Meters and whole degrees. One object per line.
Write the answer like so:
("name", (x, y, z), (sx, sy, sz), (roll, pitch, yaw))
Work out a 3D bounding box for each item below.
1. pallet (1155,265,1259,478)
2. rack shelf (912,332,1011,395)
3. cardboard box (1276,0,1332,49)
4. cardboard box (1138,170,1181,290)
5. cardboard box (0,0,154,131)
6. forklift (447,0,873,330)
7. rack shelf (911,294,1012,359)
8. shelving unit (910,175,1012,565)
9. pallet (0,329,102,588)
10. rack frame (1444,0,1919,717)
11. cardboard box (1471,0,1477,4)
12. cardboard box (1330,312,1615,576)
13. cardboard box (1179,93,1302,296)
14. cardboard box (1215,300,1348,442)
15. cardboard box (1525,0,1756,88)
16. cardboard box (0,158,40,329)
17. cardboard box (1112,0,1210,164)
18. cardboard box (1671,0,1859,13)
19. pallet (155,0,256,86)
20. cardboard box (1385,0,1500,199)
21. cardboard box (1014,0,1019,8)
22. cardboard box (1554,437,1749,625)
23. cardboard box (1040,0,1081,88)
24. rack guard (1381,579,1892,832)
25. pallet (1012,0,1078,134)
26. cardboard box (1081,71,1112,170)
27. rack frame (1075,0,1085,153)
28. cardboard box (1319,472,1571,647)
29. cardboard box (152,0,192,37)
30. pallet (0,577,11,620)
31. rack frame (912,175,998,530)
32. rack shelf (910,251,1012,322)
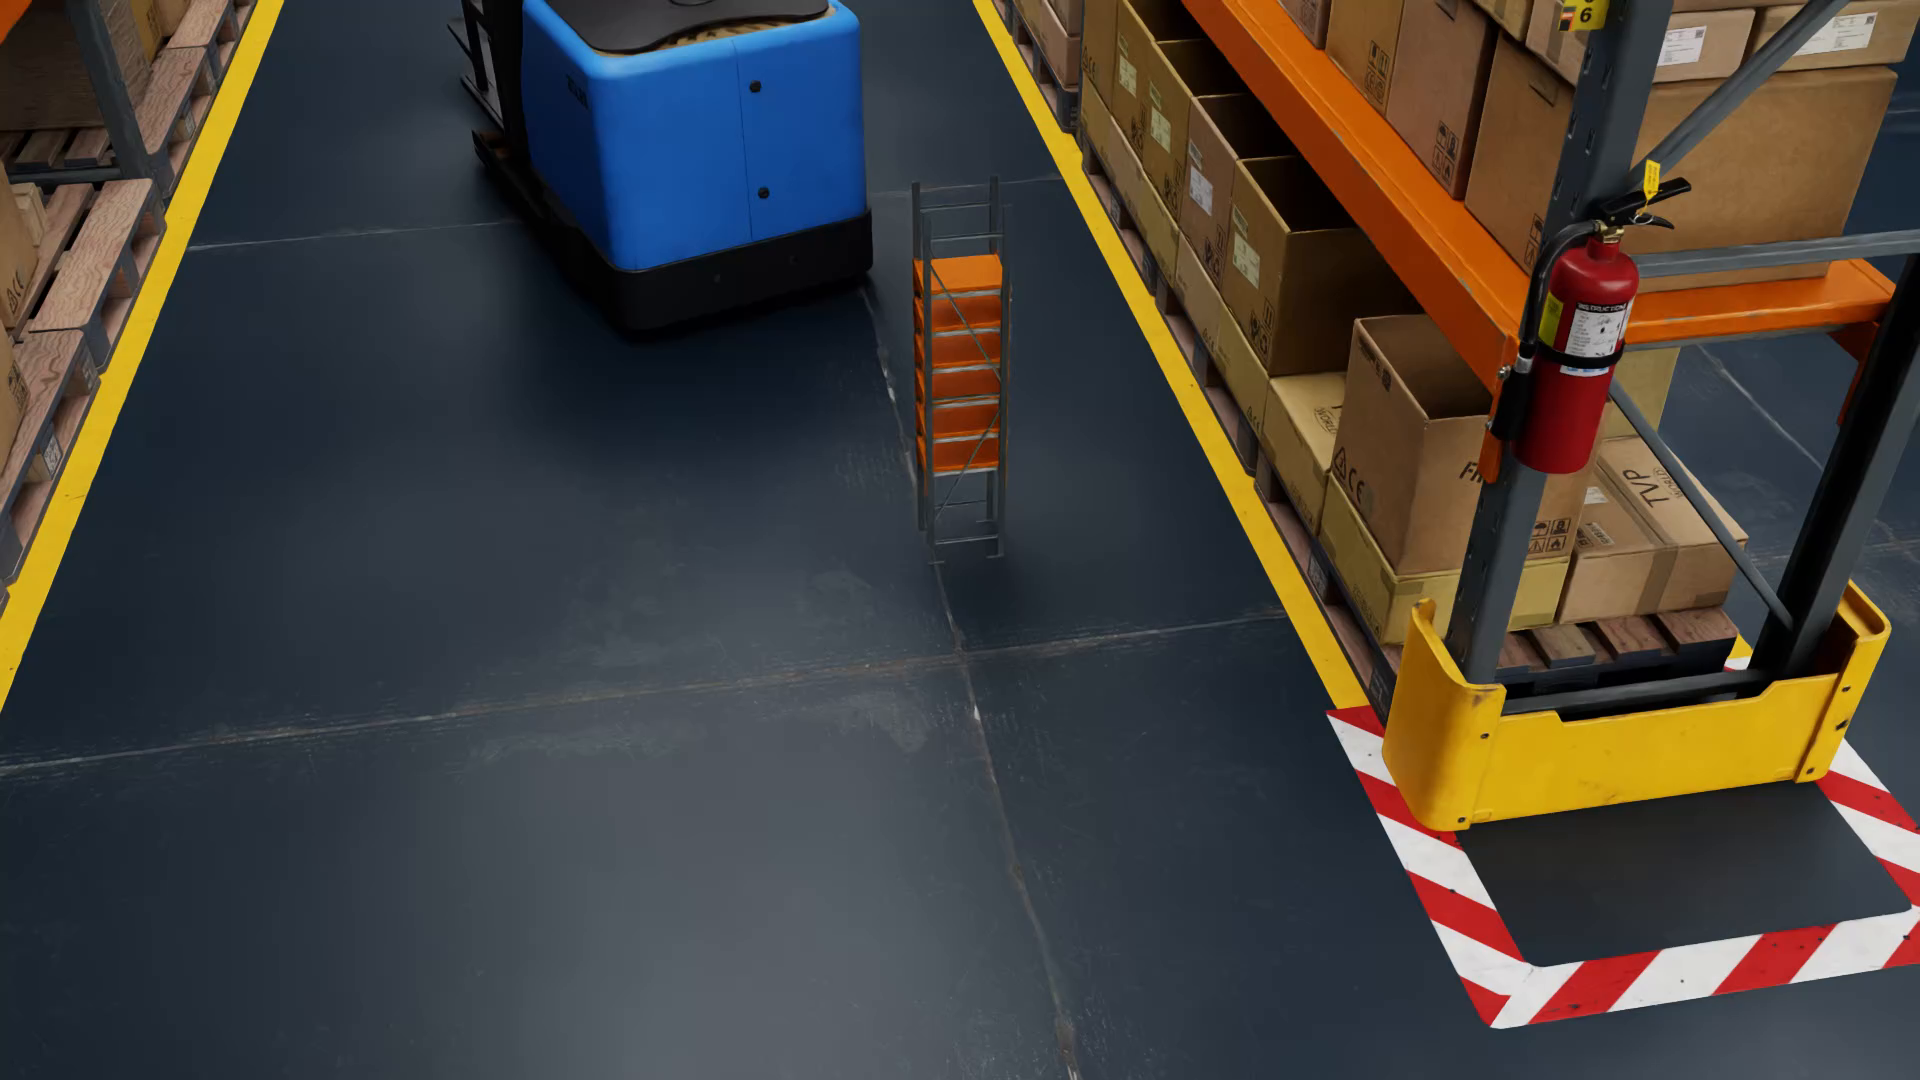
("pallet", (1.346, -0.700, 5.978), (1.003, 0.211, 1.213), (-6, 38, -8))
("rack shelf", (0.003, -0.525, 4.824), (0.258, 0.103, 0.180), (-6, 38, -8))
("cardboard box", (1.389, -1.866, 5.125), (0.700, 0.500, 0.500), (-5, 38, -7))
("cardboard box", (0.979, -1.186, 6.231), (0.500, 0.250, 0.500), (-6, 38, -8))
("cardboard box", (-3.991, -2.118, 7.211), (0.700, 0.500, 0.500), (-5, 38, -6))
("forklift", (-1.493, -2.821, 6.491), (1.130, 2.935, 3.031), (-19, 42, -22))
("rack shelf", (0.003, -0.620, 4.751), (0.258, 0.103, 0.180), (-6, 38, -8))
("shelving unit", (0.003, -0.465, 4.871), (0.258, 1.200, 0.189), (-6, 38, -8))
("pallet", (-3.476, -0.247, 5.396), (1.003, 0.211, 1.213), (-6, 38, -8))
("rack frame", (1.732, -0.608, 3.588), (1.000, 3.000, 0.127), (-6, 38, -8))
("cardboard box", (1.385, -1.426, 4.031), (0.380, 0.149, 0.250), (-7, 38, -9))
("cardboard box", (1.345, -0.276, 4.448), (0.500, 0.500, 0.500), (-6, 38, -8))
("cardboard box", (1.069, -1.181, 5.612), (0.500, 0.500, 0.500), (-6, 38, -8))
("cardboard box", (1.158, -0.583, 5.454), (0.500, 0.250, 0.500), (-6, 38, -8))
("cardboard box", (1.477, -1.114, 3.629), (0.380, 0.149, 0.250), (-7, 38, -9))
("cardboard box", (-3.624, -1.053, 5.839), (0.500, 0.500, 0.500), (-9, 39, -11))
("cardboard box", (0.899, -1.785, 6.391), (0.500, 0.500, 0.500), (-6, 38, -8))
("cardboard box", (1.653, -1.475, 3.565), (0.700, 0.500, 0.500), (-6, 38, -8))
("pallet", (-4.201, -2.596, 8.420), (1.003, 0.211, 1.213), (-6, 38, -8))
("cardboard box", (1.566, -1.247, 4.329), (0.700, 0.500, 0.500), (-5, 38, -7))
("cardboard box", (0.496, -2.938, 8.486), (0.500, 0.250, 0.500), (-5, 38, -7))
("cardboard box", (1.857, -0.036, 4.750), (0.500, 0.250, 0.500), (-6, 38, -8))
("cardboard box", (0.673, -2.323, 7.694), (0.500, 0.250, 0.500), (-7, 38, -8))
("rack guard", (1.736, 0.394, 4.336), (1.175, 0.500, 0.348), (-6, 38, -8))
("pallet", (0.863, -2.364, 8.120), (1.003, 0.211, 1.213), (-6, 38, -8))
("cardboard box", (0.814, -1.791, 7.010), (0.500, 0.250, 0.500), (-6, 38, -8))
("rack frame", (1.031, -3.024, 6.697), (1.000, 3.000, 0.127), (-6, 38, -8))
("cardboard box", (1.347, 0.020, 4.678), (0.500, 0.250, 0.500), (-6, 38, -8))
("cardboard box", (-4.181, -2.738, 8.008), (0.700, 0.500, 0.500), (-6, 38, -7))
("pallet", (-3.265, 0.488, 4.450), (1.003, 0.211, 1.213), (-6, 38, -8))
("rack frame", (-0.013, -0.520, 4.942), (0.240, 1.200, 0.006), (-6, 38, -8))
("rack shelf", (0.003, -0.714, 4.677), (0.258, 0.103, 0.180), (-6, 38, -8))
